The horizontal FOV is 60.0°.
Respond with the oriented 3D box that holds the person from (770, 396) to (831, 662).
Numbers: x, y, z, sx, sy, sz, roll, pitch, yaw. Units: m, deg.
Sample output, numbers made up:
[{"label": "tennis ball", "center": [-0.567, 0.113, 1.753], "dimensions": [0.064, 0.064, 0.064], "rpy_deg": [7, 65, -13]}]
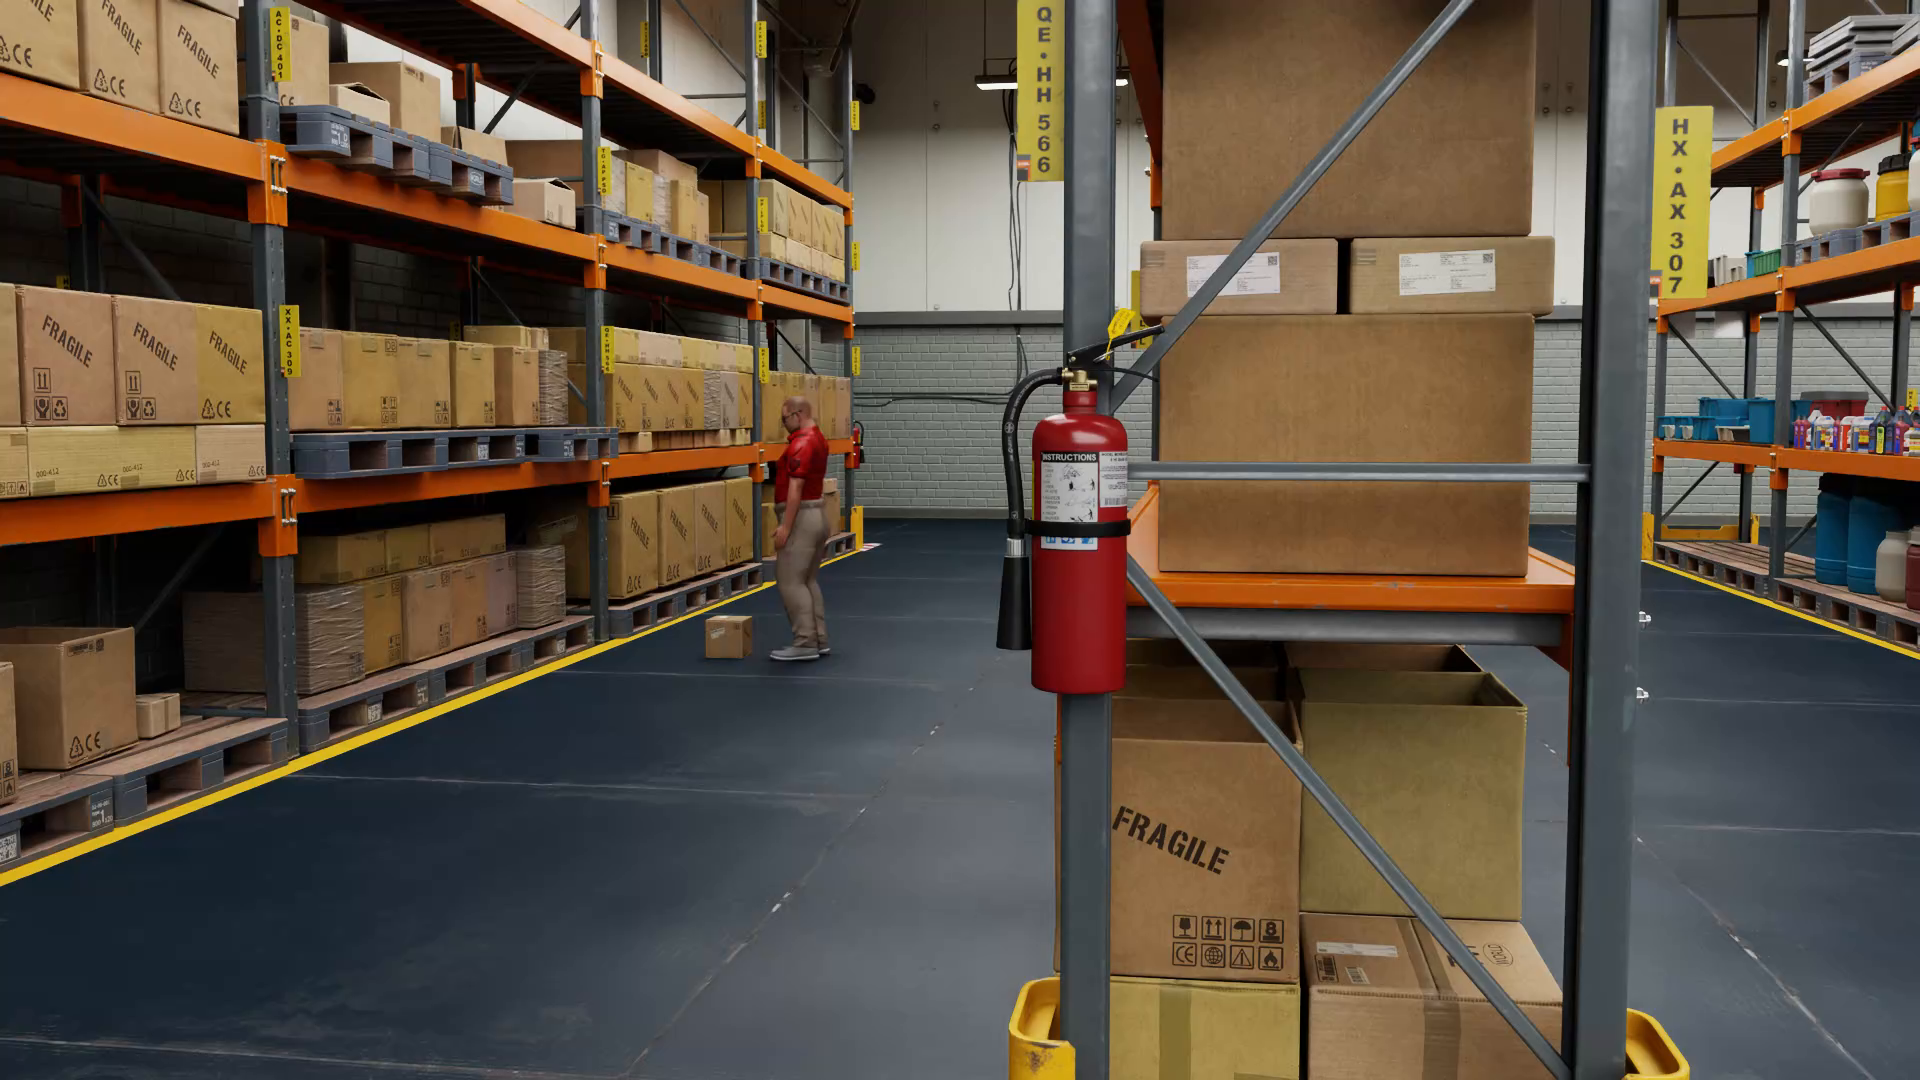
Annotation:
[{"label": "person", "center": [-1.048, -0.076, 10.855], "dimensions": [0.357, 1.723, 0.532], "rpy_deg": [1, 4, 10]}]
